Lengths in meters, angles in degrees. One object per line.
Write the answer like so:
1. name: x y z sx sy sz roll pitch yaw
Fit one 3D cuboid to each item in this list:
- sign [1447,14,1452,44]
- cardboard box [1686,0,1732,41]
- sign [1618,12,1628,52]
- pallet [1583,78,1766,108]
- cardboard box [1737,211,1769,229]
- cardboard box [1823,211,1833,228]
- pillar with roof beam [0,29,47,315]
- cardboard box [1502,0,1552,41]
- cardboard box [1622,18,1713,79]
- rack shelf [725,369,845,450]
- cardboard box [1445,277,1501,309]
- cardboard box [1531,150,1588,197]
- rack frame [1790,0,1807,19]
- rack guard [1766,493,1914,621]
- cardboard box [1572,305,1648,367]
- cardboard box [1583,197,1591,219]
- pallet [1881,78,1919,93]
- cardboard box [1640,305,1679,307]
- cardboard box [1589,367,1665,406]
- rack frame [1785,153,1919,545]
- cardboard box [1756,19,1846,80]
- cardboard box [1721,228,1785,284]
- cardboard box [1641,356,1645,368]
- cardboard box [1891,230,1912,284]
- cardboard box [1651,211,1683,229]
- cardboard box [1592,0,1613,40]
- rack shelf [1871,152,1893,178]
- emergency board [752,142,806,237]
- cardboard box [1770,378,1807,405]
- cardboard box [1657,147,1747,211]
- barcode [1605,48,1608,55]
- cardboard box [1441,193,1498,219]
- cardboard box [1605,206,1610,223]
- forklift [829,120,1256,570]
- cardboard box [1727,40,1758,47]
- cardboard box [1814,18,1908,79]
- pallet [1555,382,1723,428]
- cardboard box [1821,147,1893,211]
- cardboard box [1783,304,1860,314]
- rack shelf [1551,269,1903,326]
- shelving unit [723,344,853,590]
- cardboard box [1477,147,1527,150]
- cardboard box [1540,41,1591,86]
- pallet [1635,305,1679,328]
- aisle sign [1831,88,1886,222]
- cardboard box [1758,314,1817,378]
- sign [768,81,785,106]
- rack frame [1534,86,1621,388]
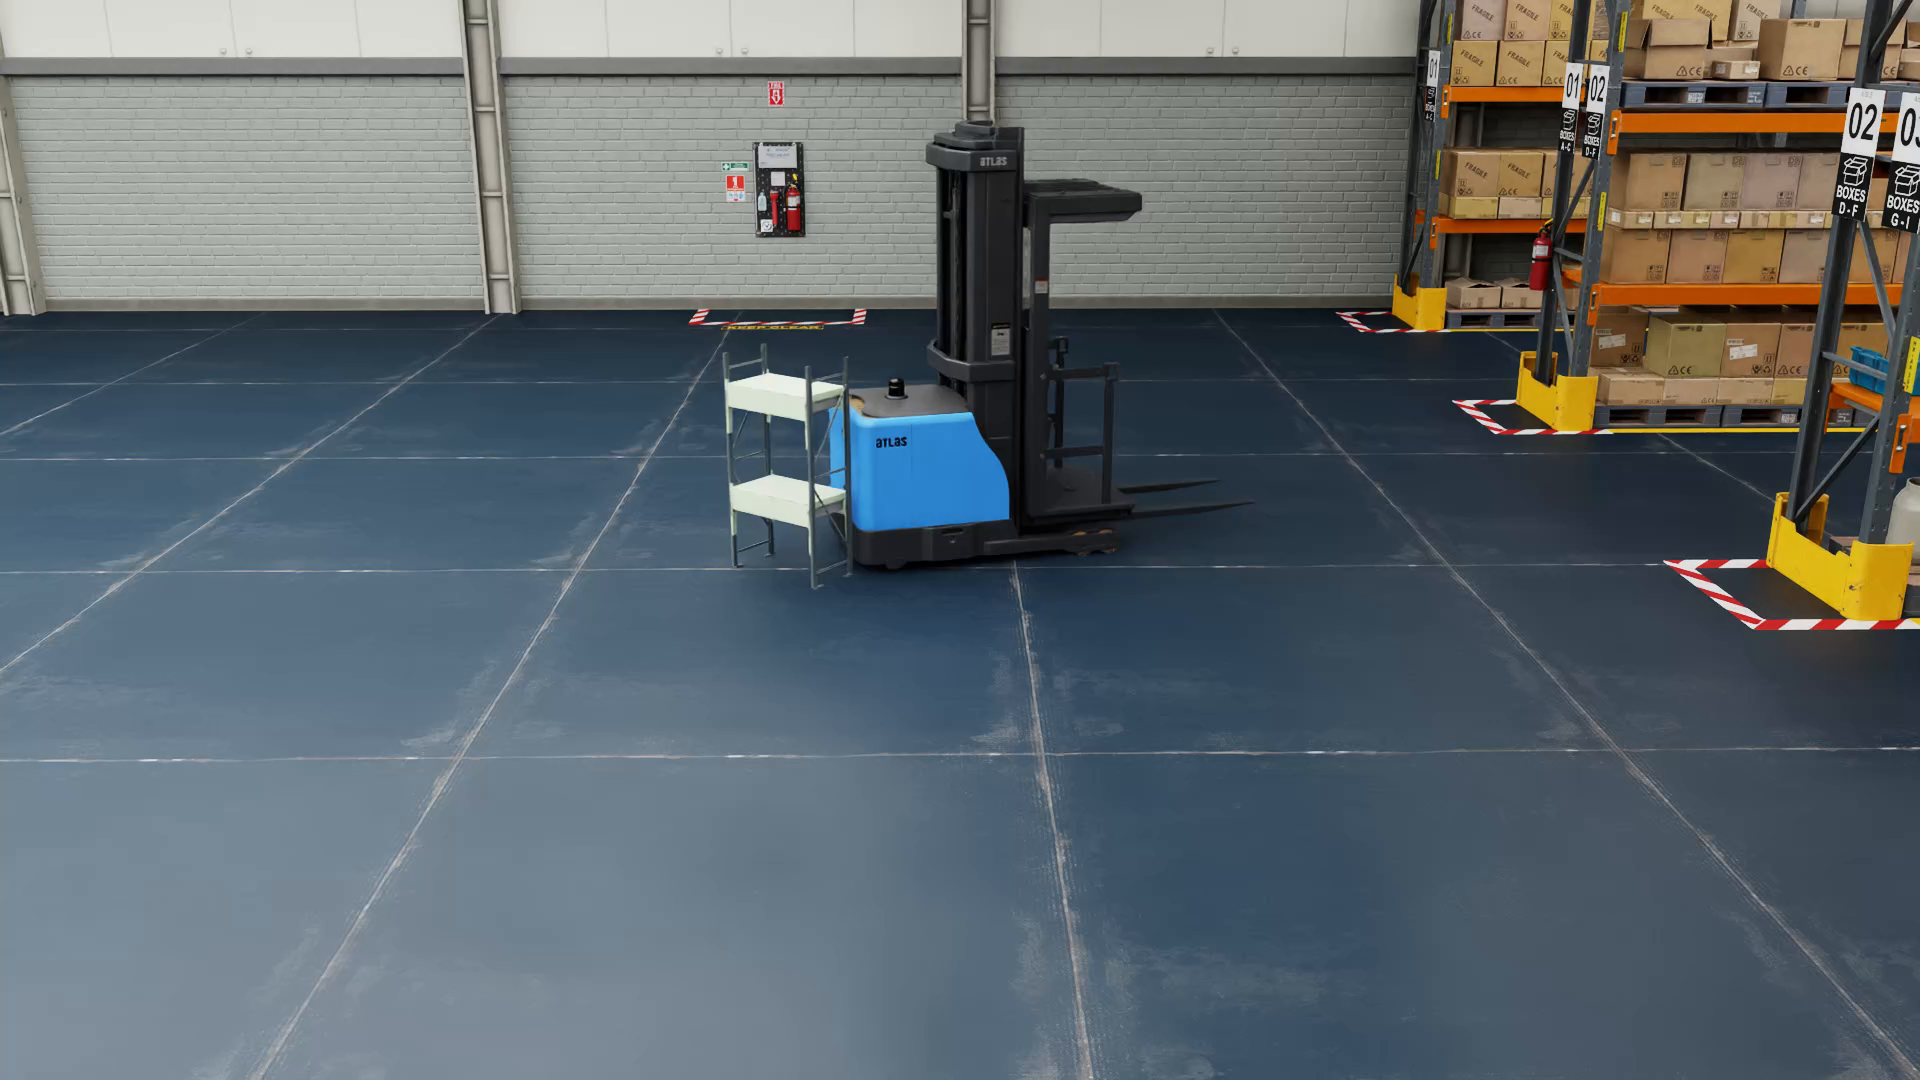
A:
1. sign: 5.544 -5.789 18.841 0.005 0.325 0.100 0 18 -1
2. cardboard box: 8.487 -6.000 19.096 0.500 0.500 0.500 1 18 2
3. sign: 5.620 -4.310 14.101 0.005 0.325 0.100 0 18 -1
4. pallet: 6.324 -3.979 14.774 1.213 0.211 1.003 0 18 -1
5. cardboard box: 7.045 -2.895 14.936 0.250 0.149 0.380 -1 18 -3
6. cardboard box: 7.813 -2.898 14.946 0.250 0.149 0.380 0 18 1
7. pillar with roof beam: -11.709 -5.833 15.498 0.400 9.000 9.100 0 18 -1
8. cardboard box: 6.426 -5.986 19.054 0.500 0.500 0.500 0 18 -1
9. cardboard box: 6.192 -4.343 14.678 0.637 0.503 0.797 1 18 3
10. rack shelf: -1.148 -0.875 11.042 0.720 0.370 0.431 13 22 35
11. cardboard box: 6.228 -3.015 20.217 0.500 0.311 0.500 -2 18 -7
12. cardboard box: 7.028 -4.316 19.575 0.500 0.500 0.500 -1 18 -3
13. rack frame: 9.534 -6.986 19.093 0.127 3.000 1.000 0 18 -1
14. rack guard: 5.767 0.091 10.945 0.348 0.500 1.175 0 18 -1
15. cardboard box: 6.148 -1.938 15.766 0.500 0.500 0.500 0 18 -1
16. cardboard box: 7.562 -3.963 19.703 0.500 0.250 0.500 0 18 0
17. pallet: 8.764 -3.991 14.811 1.213 0.211 1.003 0 18 -1
18. cardboard box: 8.497 -3.131 20.270 0.500 0.500 0.500 -2 18 -5
19. cardboard box: 6.157 -1.422 15.385 0.500 0.250 0.500 0 18 -1
20. rack frame: 5.691 -1.084 10.517 0.127 3.000 1.000 0 18 -1
21. cardboard box: 7.282 -4.264 14.439 0.500 0.500 0.500 0 18 -1
22. cardboard box: 7.105 -2.648 15.227 0.500 0.500 0.700 0 18 0
23. cardboard box: 6.648 -1.587 15.897 0.500 0.250 0.500 0 18 -1
24. cardboard box: 8.646 -2.655 15.251 0.500 0.500 0.700 0 18 -1
25. cardboard box: 6.277 -2.892 14.926 0.250 0.149 0.380 -1 18 -2
26. cardboard box: 7.504 -6.155 19.581 0.500 0.500 0.500 0 18 -1
27. rack shelf: 7.691 -2.180 10.199 4.000 0.370 1.077 0 18 -1
28. emergency board: -2.250 -4.348 20.692 0.643 1.169 0.194 0 18 -1
29. cardboard box: 7.656 -1.429 15.406 0.500 0.250 0.500 0 18 -1
30. cardboard box: 6.663 -3.265 15.028 0.500 0.500 0.700 -1 18 -2
31. barcode: 5.911 -4.451 15.150 0.075 0.075 0.001 0 18 -1
32. cardboard box: 6.028 -3.954 19.674 0.500 0.250 0.500 -1 18 -2
33. cardboard box: 5.996 -3.014 15.306 0.250 0.149 0.380 -1 18 -2
34. forklift: 0.630 -1.433 11.715 3.031 2.935 1.130 -5 19 -16
35. cardboard box: 9.031 -5.537 19.290 0.500 0.500 0.500 0 18 1
36. cardboard box: 7.968 -4.391 14.829 0.637 0.503 0.797 2 18 5
37. pallet: 6.381 -1.286 15.710 1.213 0.211 1.003 0 18 -1
38. cardboard box: 8.167 -3.273 15.051 0.500 0.500 0.700 0 18 -1
39. cardboard box: 8.148 -1.953 15.810 0.500 0.500 0.500 0 18 -1
40. rack shelf: 7.617 -2.264 15.373 4.000 0.370 1.077 0 18 -1
41. shelving unit: -1.148 -0.503 11.161 0.755 1.500 0.431 13 22 35
42. cardboard box: 6.506 -4.472 20.062 0.500 0.500 0.500 0 18 0
43. cardboard box: 6.930 -5.516 19.225 0.500 0.500 0.500 1 18 2
44. pallet: 8.864 -2.787 20.392 1.213 0.211 1.003 0 18 -1
45. aisle sign: 5.615 -2.412 10.401 0.004 0.787 0.394 0 18 -1
46. cardboard box: 7.656 -1.786 15.291 0.500 0.500 0.500 0 18 -1
47. sign: -2.259 -5.483 20.433 0.199 0.298 0.001 0 18 -1
48. rack frame: 5.617 -2.597 15.233 0.127 3.000 1.000 0 18 -1
